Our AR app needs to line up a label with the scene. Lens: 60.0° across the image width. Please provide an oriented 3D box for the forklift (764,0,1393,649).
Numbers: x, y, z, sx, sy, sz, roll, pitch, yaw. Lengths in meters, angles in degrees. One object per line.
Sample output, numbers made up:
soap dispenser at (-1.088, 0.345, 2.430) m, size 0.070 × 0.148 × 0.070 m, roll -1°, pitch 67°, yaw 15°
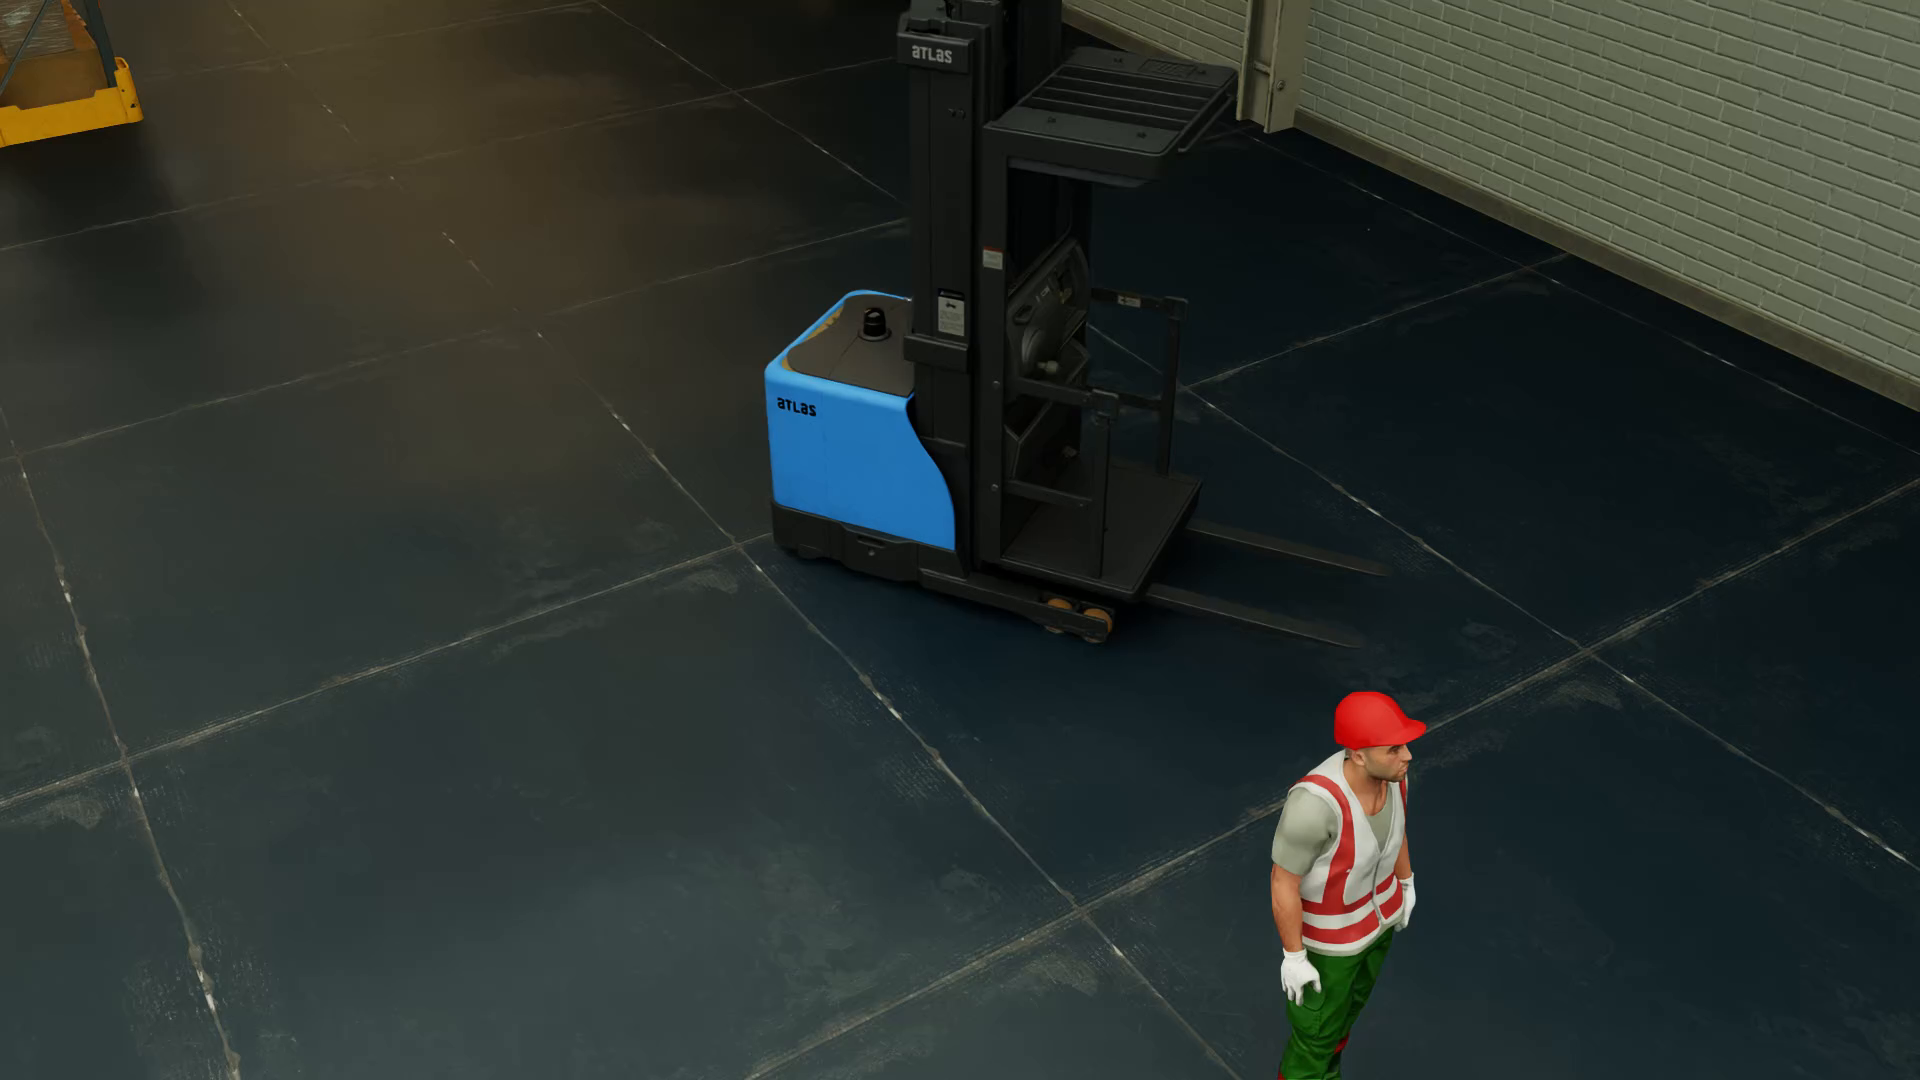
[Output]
forklift at (0.595, -1.053, 7.646) m, size 3.031 × 2.935 × 1.130 m, roll 14°, pitch 38°, yaw 20°

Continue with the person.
person at (1.285, 1.272, 5.319) m, size 0.638 × 1.788 × 0.563 m, roll -26°, pitch 43°, yaw -32°
